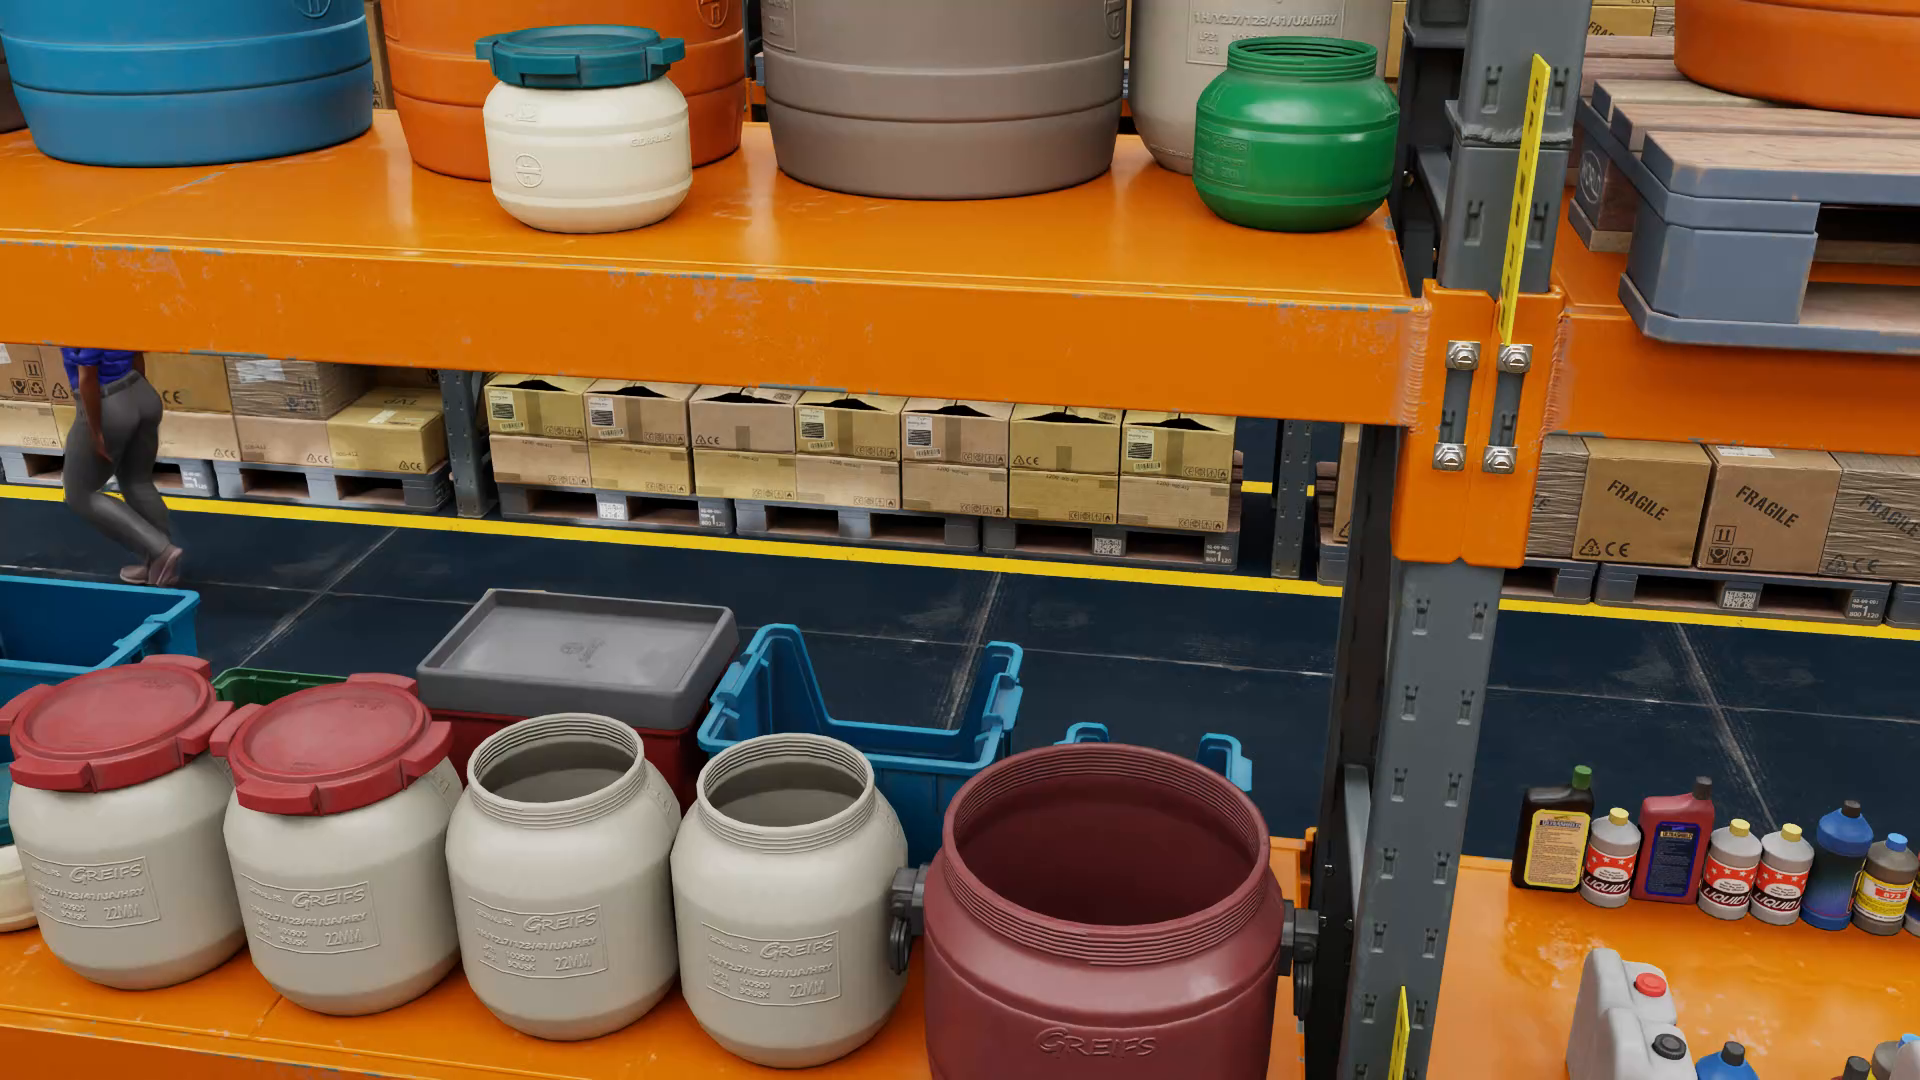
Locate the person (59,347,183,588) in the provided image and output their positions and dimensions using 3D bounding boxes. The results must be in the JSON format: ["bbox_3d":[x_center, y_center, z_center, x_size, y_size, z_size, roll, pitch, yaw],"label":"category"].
[{"bbox_3d":[-3.645,-0.536,7.203,0.452,1.646,0.443,5,26,10],"label":"person"}]
